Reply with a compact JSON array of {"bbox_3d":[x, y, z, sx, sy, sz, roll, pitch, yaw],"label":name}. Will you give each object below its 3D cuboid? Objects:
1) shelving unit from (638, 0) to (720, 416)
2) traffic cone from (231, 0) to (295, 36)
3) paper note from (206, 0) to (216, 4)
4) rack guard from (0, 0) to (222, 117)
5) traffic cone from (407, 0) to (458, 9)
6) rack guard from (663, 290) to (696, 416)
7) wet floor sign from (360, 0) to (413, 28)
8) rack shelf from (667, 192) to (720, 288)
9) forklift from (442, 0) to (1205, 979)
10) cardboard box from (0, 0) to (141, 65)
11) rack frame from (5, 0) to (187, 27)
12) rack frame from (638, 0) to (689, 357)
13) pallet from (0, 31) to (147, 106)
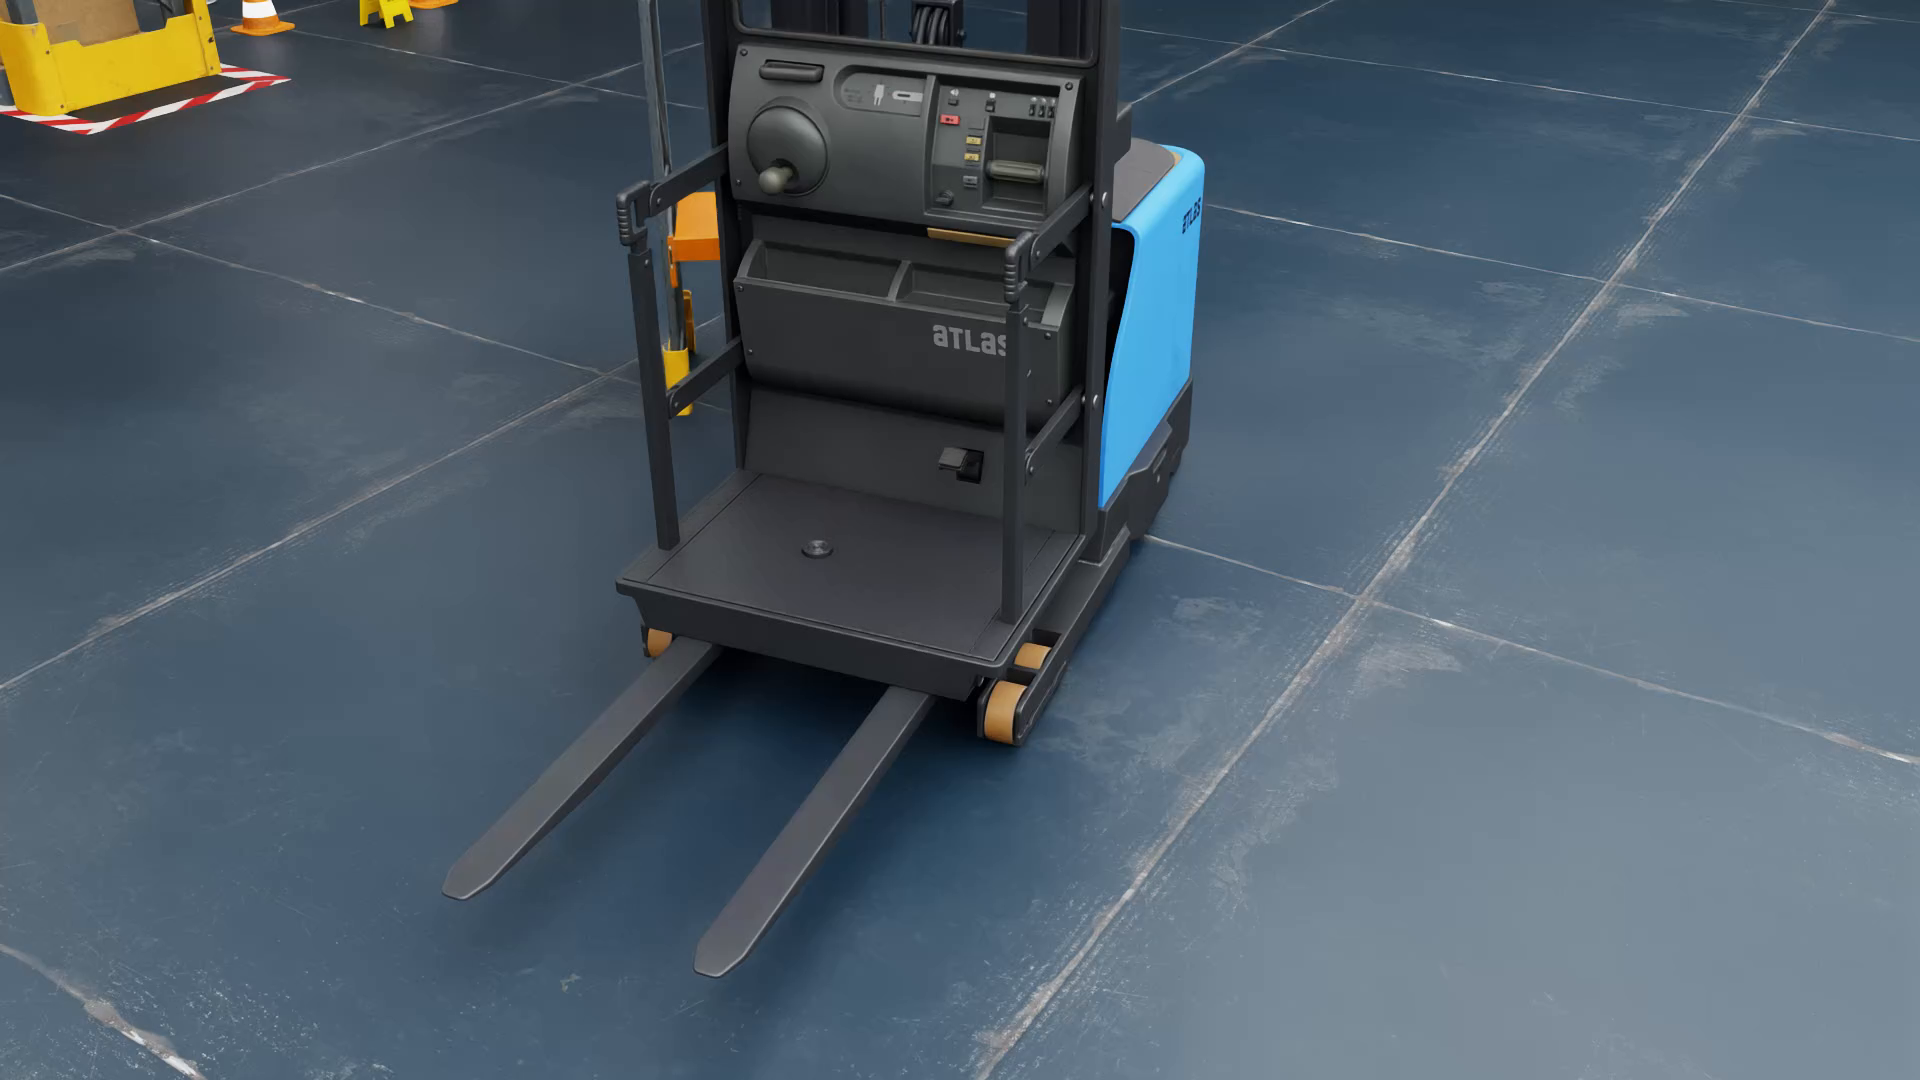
[{"bbox_3d":[-0.550,-1.274,5.946,1.083,1.500,0.587,-3,30,-6],"label":"shelving unit"},{"bbox_3d":[-4.649,-3.610,10.979,0.334,0.463,0.336,18,35,27],"label":"traffic cone"},{"bbox_3d":[-5.345,-3.808,11.749,0.144,0.017,0.142,-21,36,-32],"label":"paper note"},{"bbox_3d":[-4.934,-2.872,9.676,0.348,0.500,1.175,18,35,27],"label":"rack guard"},{"bbox_3d":[-3.760,-4.002,11.650,0.334,0.463,0.336,18,35,27],"label":"traffic cone"},{"bbox_3d":[-1.045,-0.706,6.212,0.087,0.250,0.587,-3,30,-6],"label":"rack guard"},{"bbox_3d":[-3.877,-3.778,11.086,0.232,0.644,0.267,12,32,19],"label":"wet floor sign"},{"bbox_3d":[-0.541,-1.120,6.038,1.000,0.185,0.538,-3,30,-6],"label":"rack shelf"},{"bbox_3d":[-0.232,-0.972,4.007,1.130,2.935,3.031,11,32,19],"label":"forklift"},{"bbox_3d":[-5.564,-3.375,9.750,0.875,0.875,0.875,18,35,28],"label":"cardboard box"},{"bbox_3d":[-4.954,-3.958,9.057,0.127,3.000,1.000,18,35,27],"label":"rack frame"},{"bbox_3d":[-1.046,-1.246,5.897,0.032,1.500,0.500,-3,30,-6],"label":"rack frame"},{"bbox_3d":[-5.673,-2.934,10.070,1.213,0.211,1.003,18,35,27],"label":"pallet"}]
